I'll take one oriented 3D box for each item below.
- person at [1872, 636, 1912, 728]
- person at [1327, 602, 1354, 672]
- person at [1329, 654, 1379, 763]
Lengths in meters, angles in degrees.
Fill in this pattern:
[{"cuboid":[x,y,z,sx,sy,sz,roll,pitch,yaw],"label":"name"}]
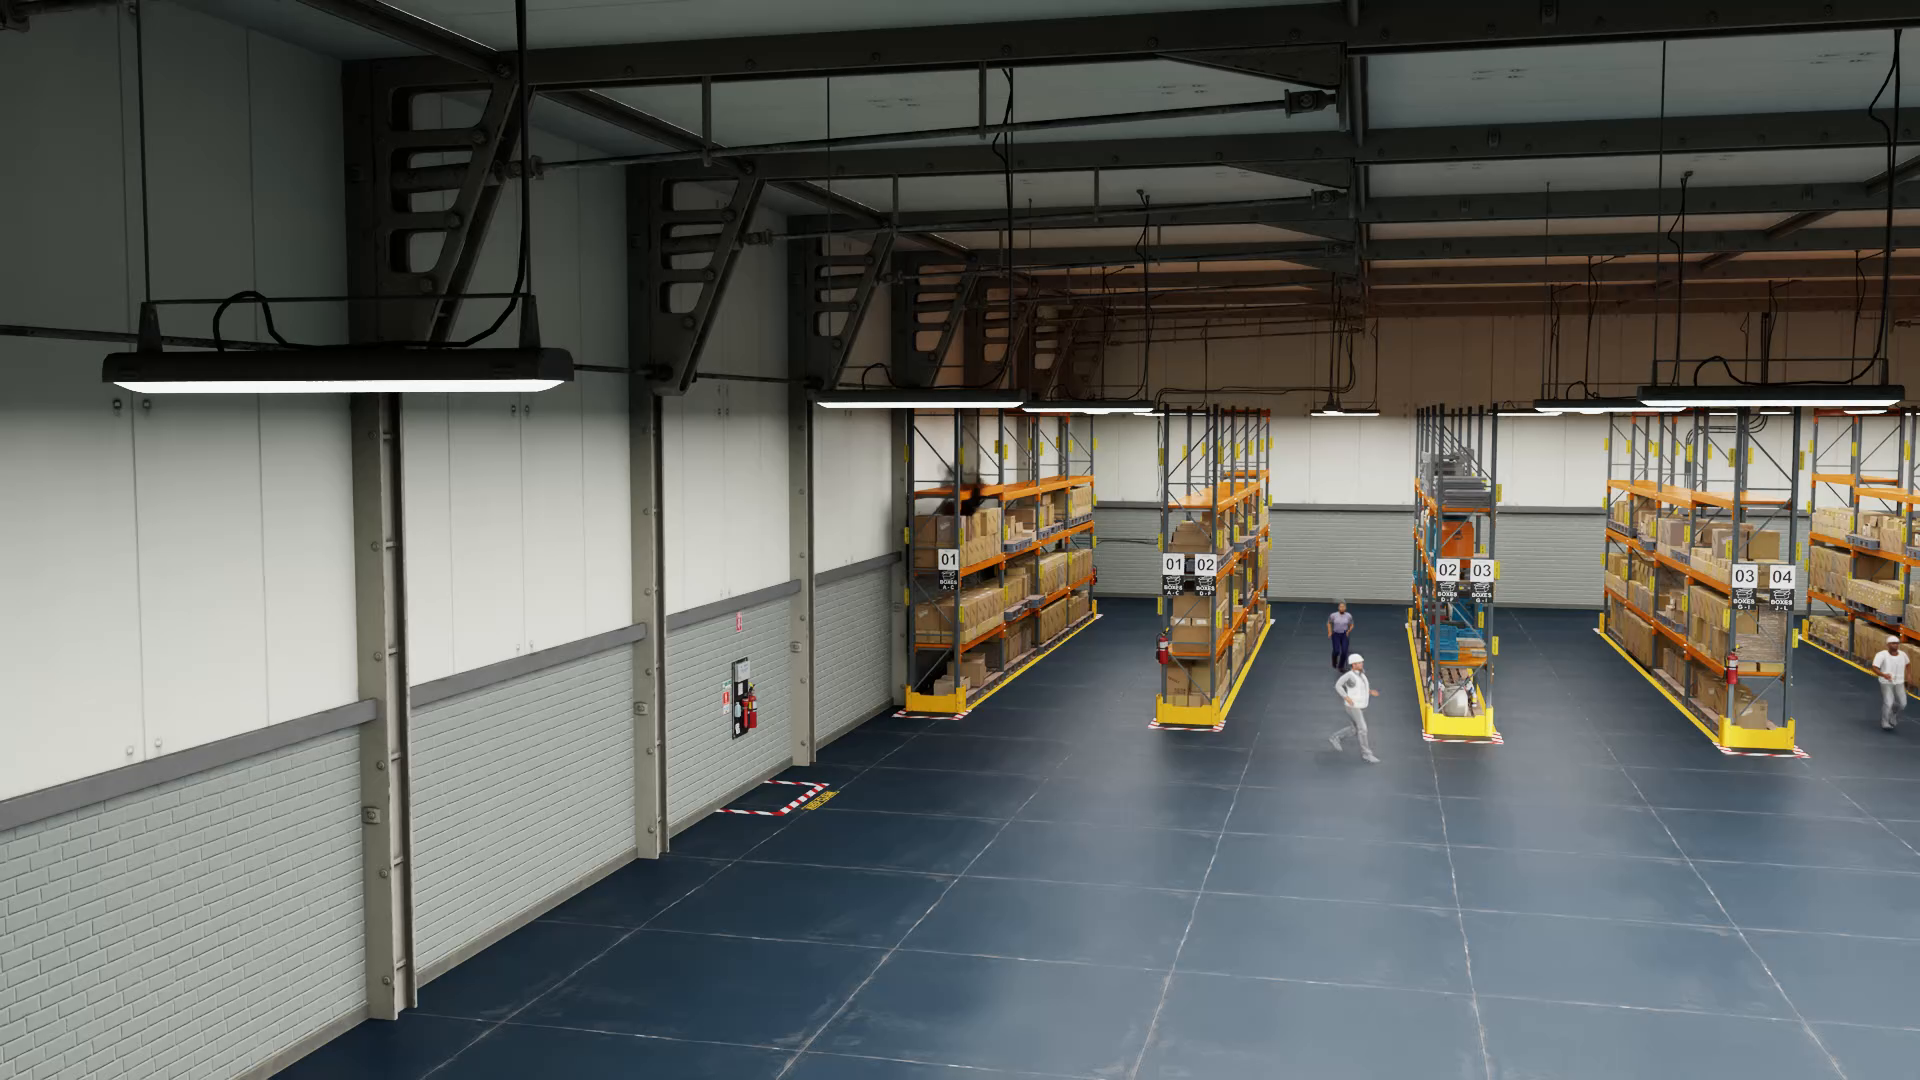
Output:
[{"cuboid":[17.170,2.625,30.563,0.746,1.724,0.593,0,4,5],"label":"person"},{"cuboid":[8.589,2.205,37.506,0.592,1.579,0.580,0,4,6],"label":"person"},{"cuboid":[6.632,2.798,27.931,0.955,1.782,0.662,3,5,38],"label":"person"}]
